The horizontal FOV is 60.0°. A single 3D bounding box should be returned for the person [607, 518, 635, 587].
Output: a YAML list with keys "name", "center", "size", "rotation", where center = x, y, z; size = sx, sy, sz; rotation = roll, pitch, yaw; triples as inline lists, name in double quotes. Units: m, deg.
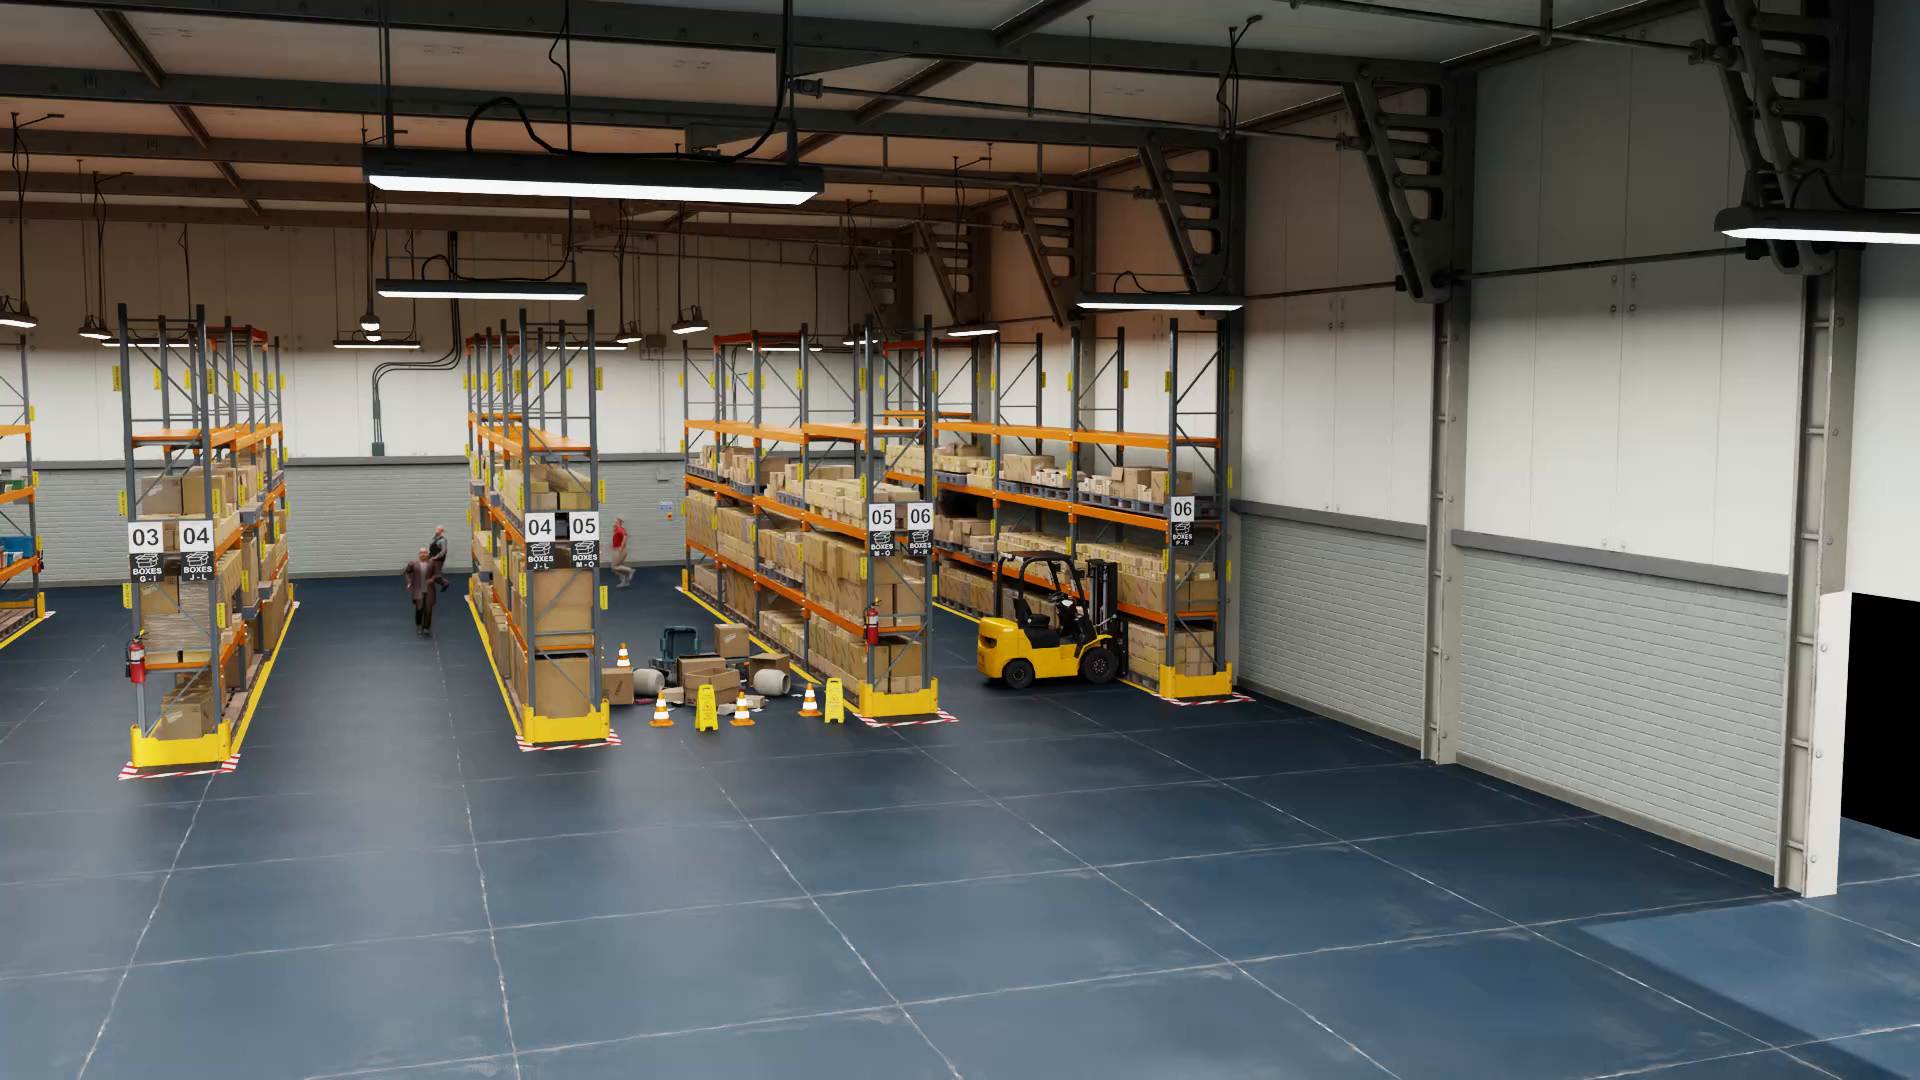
- name: "person"
  center: [-8.329, 0.313, 40.734]
  size: [0.652, 1.695, 0.686]
  rotation: [-1, 5, -9]

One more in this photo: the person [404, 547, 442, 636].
- name: "person"
  center: [-10.549, 1.018, 32.709]
  size: [0.693, 1.741, 0.695]
  rotation: [-2, 6, -22]

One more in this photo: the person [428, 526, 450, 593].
- name: "person"
  center: [-12.208, 0.504, 38.791]
  size: [0.644, 1.690, 0.711]
  rotation: [-4, 7, -39]
